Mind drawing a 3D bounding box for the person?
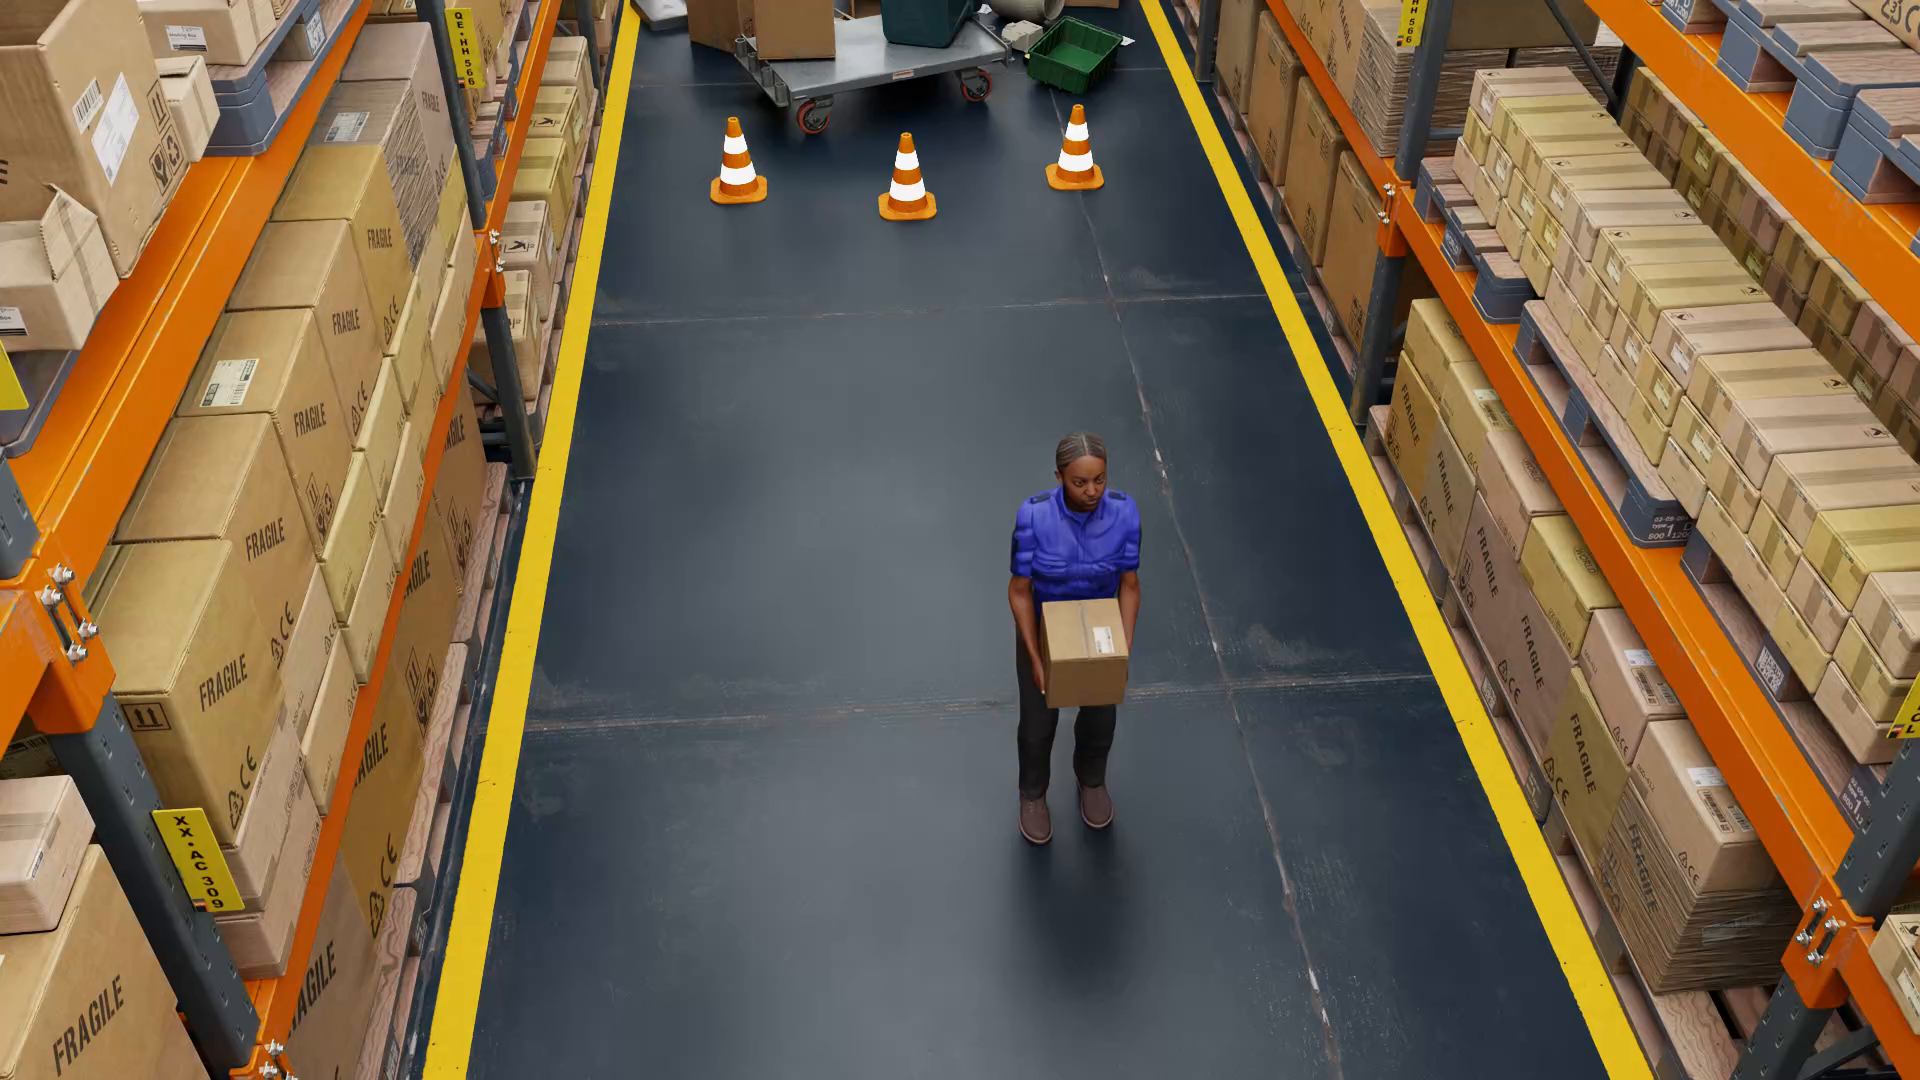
[{"bbox_3d":[0.387,0.390,5.691,0.449,1.655,0.500,-3,39,-4],"label":"person"}]
